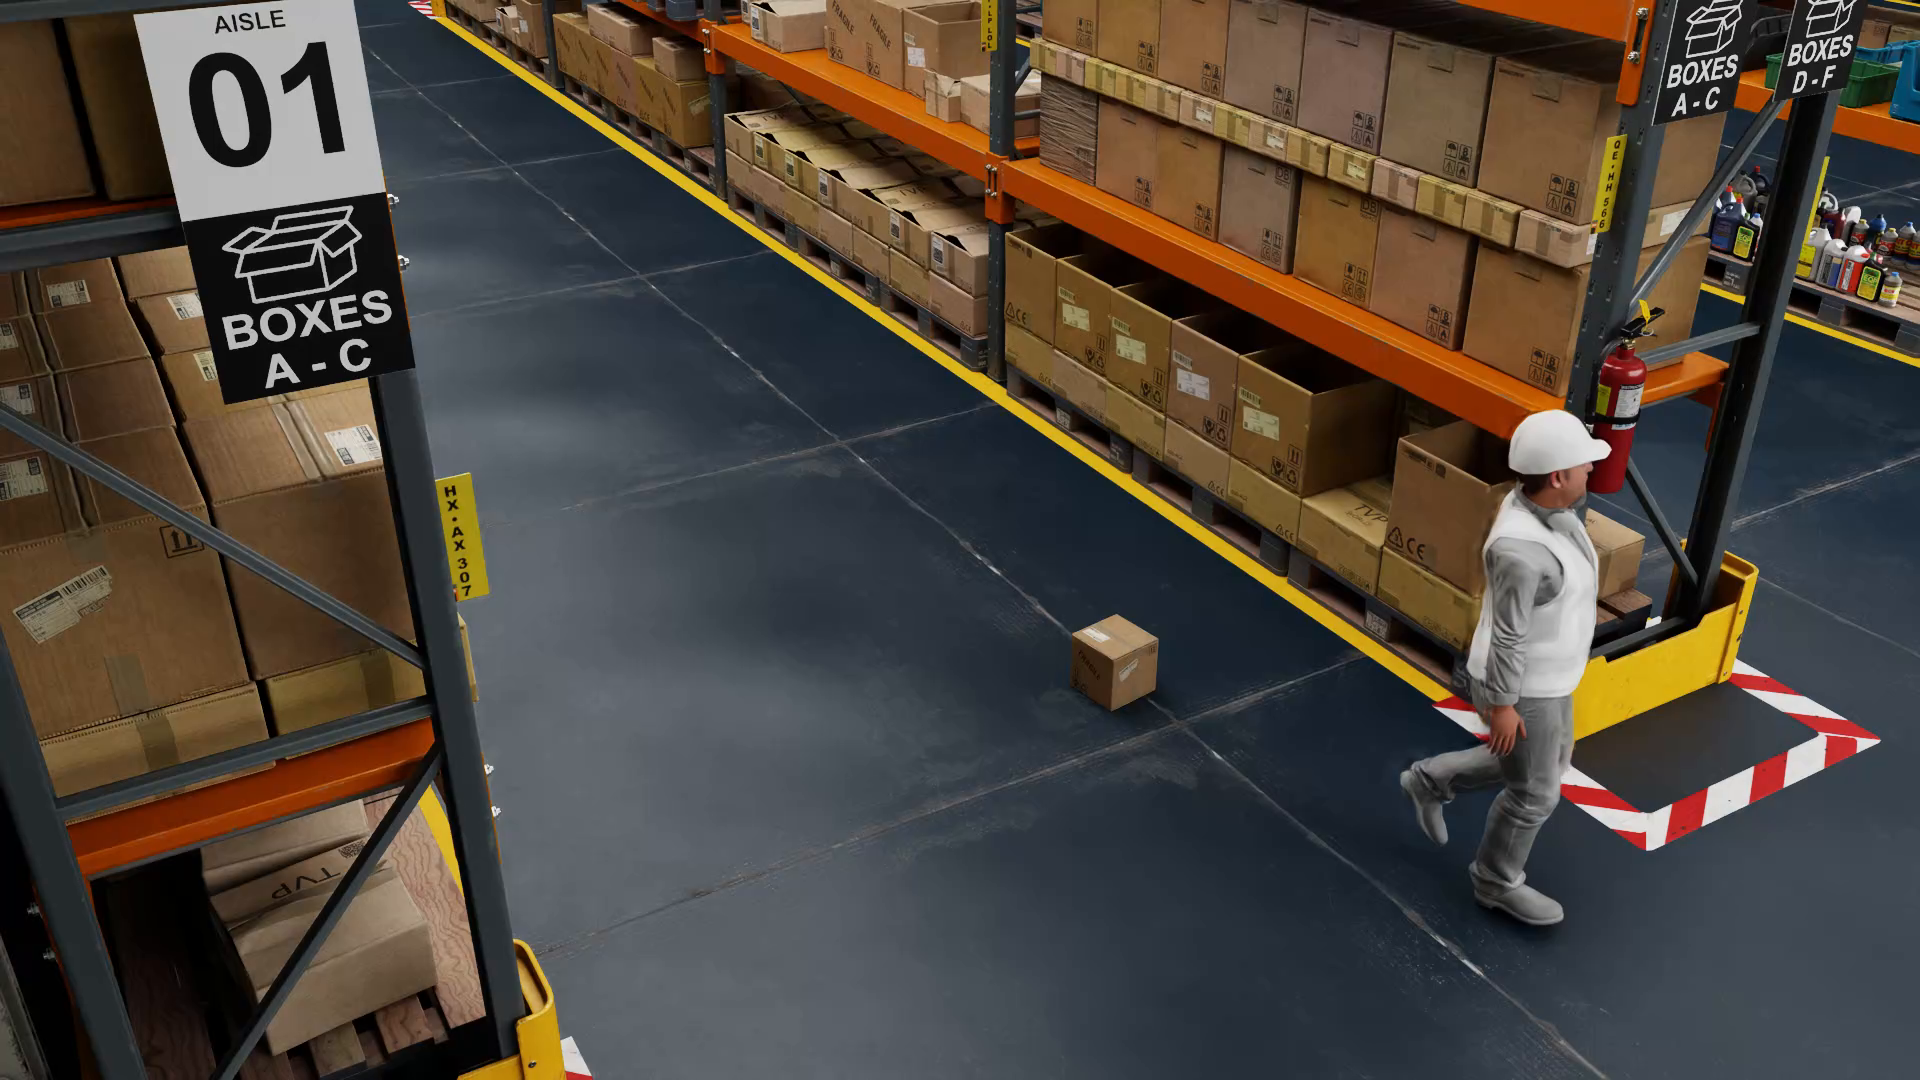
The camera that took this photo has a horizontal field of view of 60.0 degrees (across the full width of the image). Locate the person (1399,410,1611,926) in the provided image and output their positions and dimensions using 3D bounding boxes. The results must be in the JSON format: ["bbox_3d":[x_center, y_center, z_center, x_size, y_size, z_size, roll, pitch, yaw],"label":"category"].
[{"bbox_3d":[1.780,0.399,5.338,0.627,1.755,0.563,14,32,23],"label":"person"}]
